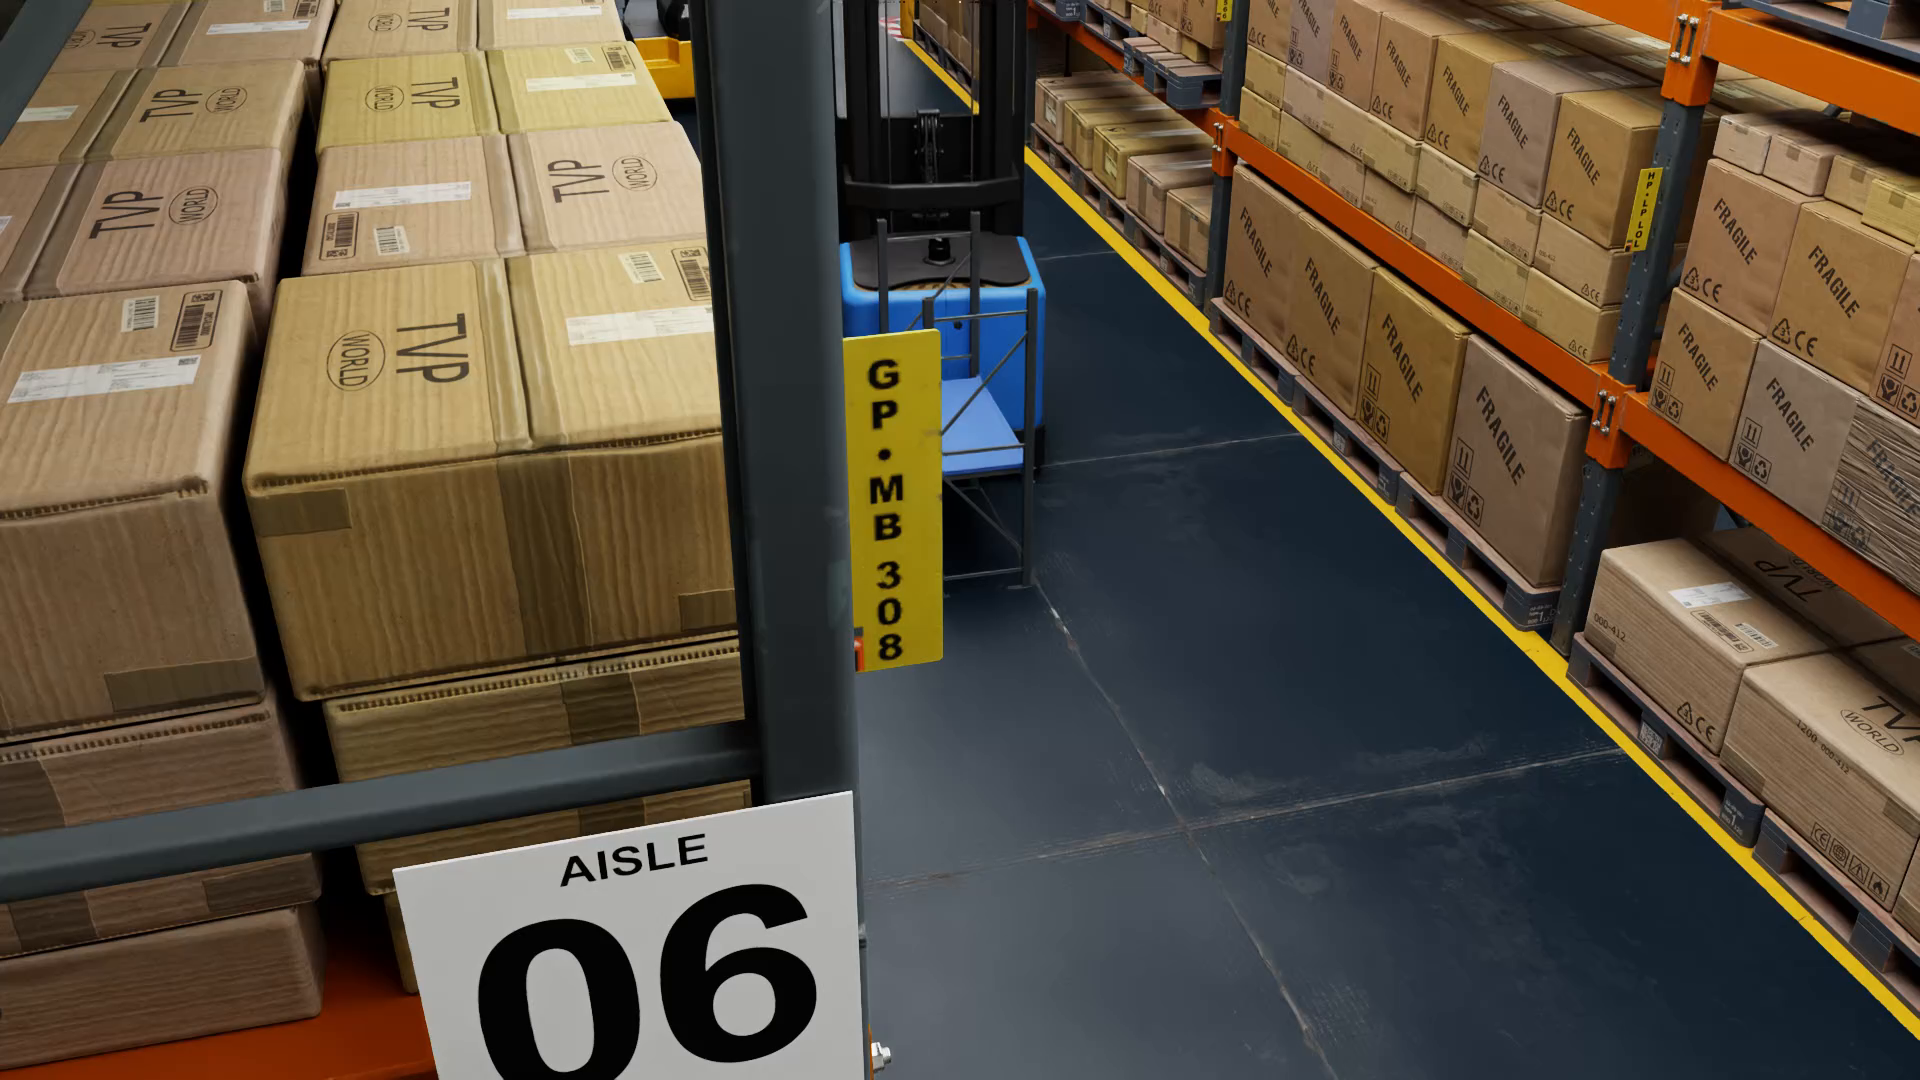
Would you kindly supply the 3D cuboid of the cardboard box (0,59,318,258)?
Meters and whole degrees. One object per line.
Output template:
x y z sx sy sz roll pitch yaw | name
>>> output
-1.259 -0.532 2.533 0.500 0.250 0.500 -8 31 -13 | cardboard box

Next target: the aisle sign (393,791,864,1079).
-0.286 0.592 1.638 0.394 0.787 0.004 -8 31 -13 | aisle sign

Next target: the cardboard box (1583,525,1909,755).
3.199 0.374 6.748 0.875 0.438 0.875 -8 31 -14 | cardboard box

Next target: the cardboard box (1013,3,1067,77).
0.596 -4.301 14.263 0.500 0.500 0.500 -8 31 -14 | cardboard box

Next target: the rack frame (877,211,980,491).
-0.148 -0.893 8.296 0.500 1.500 0.032 -7 31 -12 | rack frame

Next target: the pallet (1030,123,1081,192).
1.220 -3.152 13.484 1.003 0.211 1.213 -8 31 -13 | pallet

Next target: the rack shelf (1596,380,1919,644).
3.666 0.407 5.271 1.077 0.370 4.000 -8 31 -13 | rack shelf

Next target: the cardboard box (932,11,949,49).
0.026 -4.984 16.192 0.500 0.250 0.500 -7 31 -11 | cardboard box

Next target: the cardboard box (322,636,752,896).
-0.442 0.111 1.923 0.500 0.250 0.500 -8 31 -14 | cardboard box

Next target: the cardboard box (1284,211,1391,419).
2.410 -1.289 9.184 0.875 0.875 0.875 -7 31 -13 | cardboard box

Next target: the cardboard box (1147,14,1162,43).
1.450 -3.361 10.893 0.380 0.149 0.250 -9 31 -16 | cardboard box

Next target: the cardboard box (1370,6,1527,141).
2.363 -2.273 8.085 0.500 0.500 0.500 -7 31 -12 | cardboard box

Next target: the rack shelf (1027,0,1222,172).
1.543 -3.457 11.946 1.077 0.370 4.000 -8 31 -13 | rack shelf

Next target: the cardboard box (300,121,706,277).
-0.580 -0.351 2.221 0.500 0.250 0.500 -8 31 -14 | cardboard box

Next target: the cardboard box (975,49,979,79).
0.445 -4.232 14.892 0.500 0.250 0.500 -9 31 -15 | cardboard box

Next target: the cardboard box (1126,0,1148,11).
1.402 -3.831 11.058 0.500 0.500 0.500 -10 32 -17 | cardboard box

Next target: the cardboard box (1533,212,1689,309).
2.784 -1.202 6.984 0.500 0.250 0.500 -8 31 -13 | cardboard box

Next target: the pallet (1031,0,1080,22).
1.075 -4.263 12.812 1.003 0.211 1.213 -8 31 -13 | pallet

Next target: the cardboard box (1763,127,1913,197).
3.053 -1.319 5.788 0.380 0.149 0.250 -7 31 -13 | cardboard box

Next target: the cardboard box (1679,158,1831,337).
3.028 -1.084 6.031 0.500 0.500 0.500 -8 31 -13 | cardboard box

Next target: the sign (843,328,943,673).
-0.064 -0.025 1.433 0.100 0.325 0.005 -8 31 -13 | sign

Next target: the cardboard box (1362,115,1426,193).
2.349 -1.937 8.253 0.500 0.250 0.500 -7 31 -12 | cardboard box

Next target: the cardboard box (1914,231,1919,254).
3.211 -0.940 5.135 0.380 0.149 0.250 -9 31 -15 | cardboard box

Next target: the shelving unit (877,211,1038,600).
-0.031 -0.646 7.868 0.538 1.500 1.048 -7 31 -12 | shelving unit

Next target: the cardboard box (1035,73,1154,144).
1.154 -3.526 13.551 0.950 0.372 0.625 -7 31 -13 | cardboard box

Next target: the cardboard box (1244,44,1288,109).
1.970 -2.676 9.530 0.500 0.250 0.500 -8 31 -14 | cardboard box

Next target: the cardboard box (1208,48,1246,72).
1.760 -3.002 10.274 0.380 0.149 0.250 -7 31 -11 | cardboard box

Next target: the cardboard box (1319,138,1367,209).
2.248 -1.968 8.805 0.500 0.250 0.500 -7 31 -12 | cardboard box

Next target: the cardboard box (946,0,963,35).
0.173 -5.049 15.556 0.500 0.500 0.500 -7 31 -12 | cardboard box

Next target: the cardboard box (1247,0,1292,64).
1.969 -3.008 9.354 0.500 0.500 0.500 -9 31 -15 | cardboard box

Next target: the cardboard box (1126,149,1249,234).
1.730 -2.476 11.738 0.950 0.372 0.625 -8 31 -14 | cardboard box

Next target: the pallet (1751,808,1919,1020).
3.589 1.304 5.786 1.003 0.211 1.213 -8 31 -13 | pallet

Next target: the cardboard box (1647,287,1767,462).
3.008 -0.652 6.283 0.500 0.500 0.500 -7 31 -12 | cardboard box

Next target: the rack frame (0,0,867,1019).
-0.587 -0.873 0.776 1.000 3.000 0.127 -8 31 -13 | rack frame

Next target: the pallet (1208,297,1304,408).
2.210 -1.205 10.121 1.003 0.211 1.213 -8 31 -13 | pallet

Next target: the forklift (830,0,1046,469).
-0.213 -2.304 9.305 1.130 2.935 3.031 -3 30 -5 | forklift

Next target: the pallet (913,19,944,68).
0.152 -5.026 16.722 1.003 0.211 1.213 -8 31 -13 | pallet

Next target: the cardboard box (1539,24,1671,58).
3.003 -2.082 7.754 0.500 0.500 0.500 -9 31 -15 | cardboard box

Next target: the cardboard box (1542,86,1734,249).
2.775 -1.529 6.799 0.500 0.500 0.500 -7 31 -12 | cardboard box

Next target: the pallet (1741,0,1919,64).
3.343 -1.734 5.345 1.003 0.211 1.213 -8 31 -13 | pallet

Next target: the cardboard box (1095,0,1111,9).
1.173 -3.865 11.765 0.380 0.149 0.250 -7 31 -11 | cardboard box

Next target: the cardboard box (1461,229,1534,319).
2.639 -1.235 7.539 0.500 0.250 0.500 -8 31 -14 | cardboard box

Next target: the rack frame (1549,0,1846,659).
3.135 -0.870 6.759 1.000 3.000 0.127 -8 31 -13 | rack frame

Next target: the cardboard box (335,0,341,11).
-1.014 -1.085 3.490 0.500 0.250 0.500 -7 31 -12 | cardboard box
